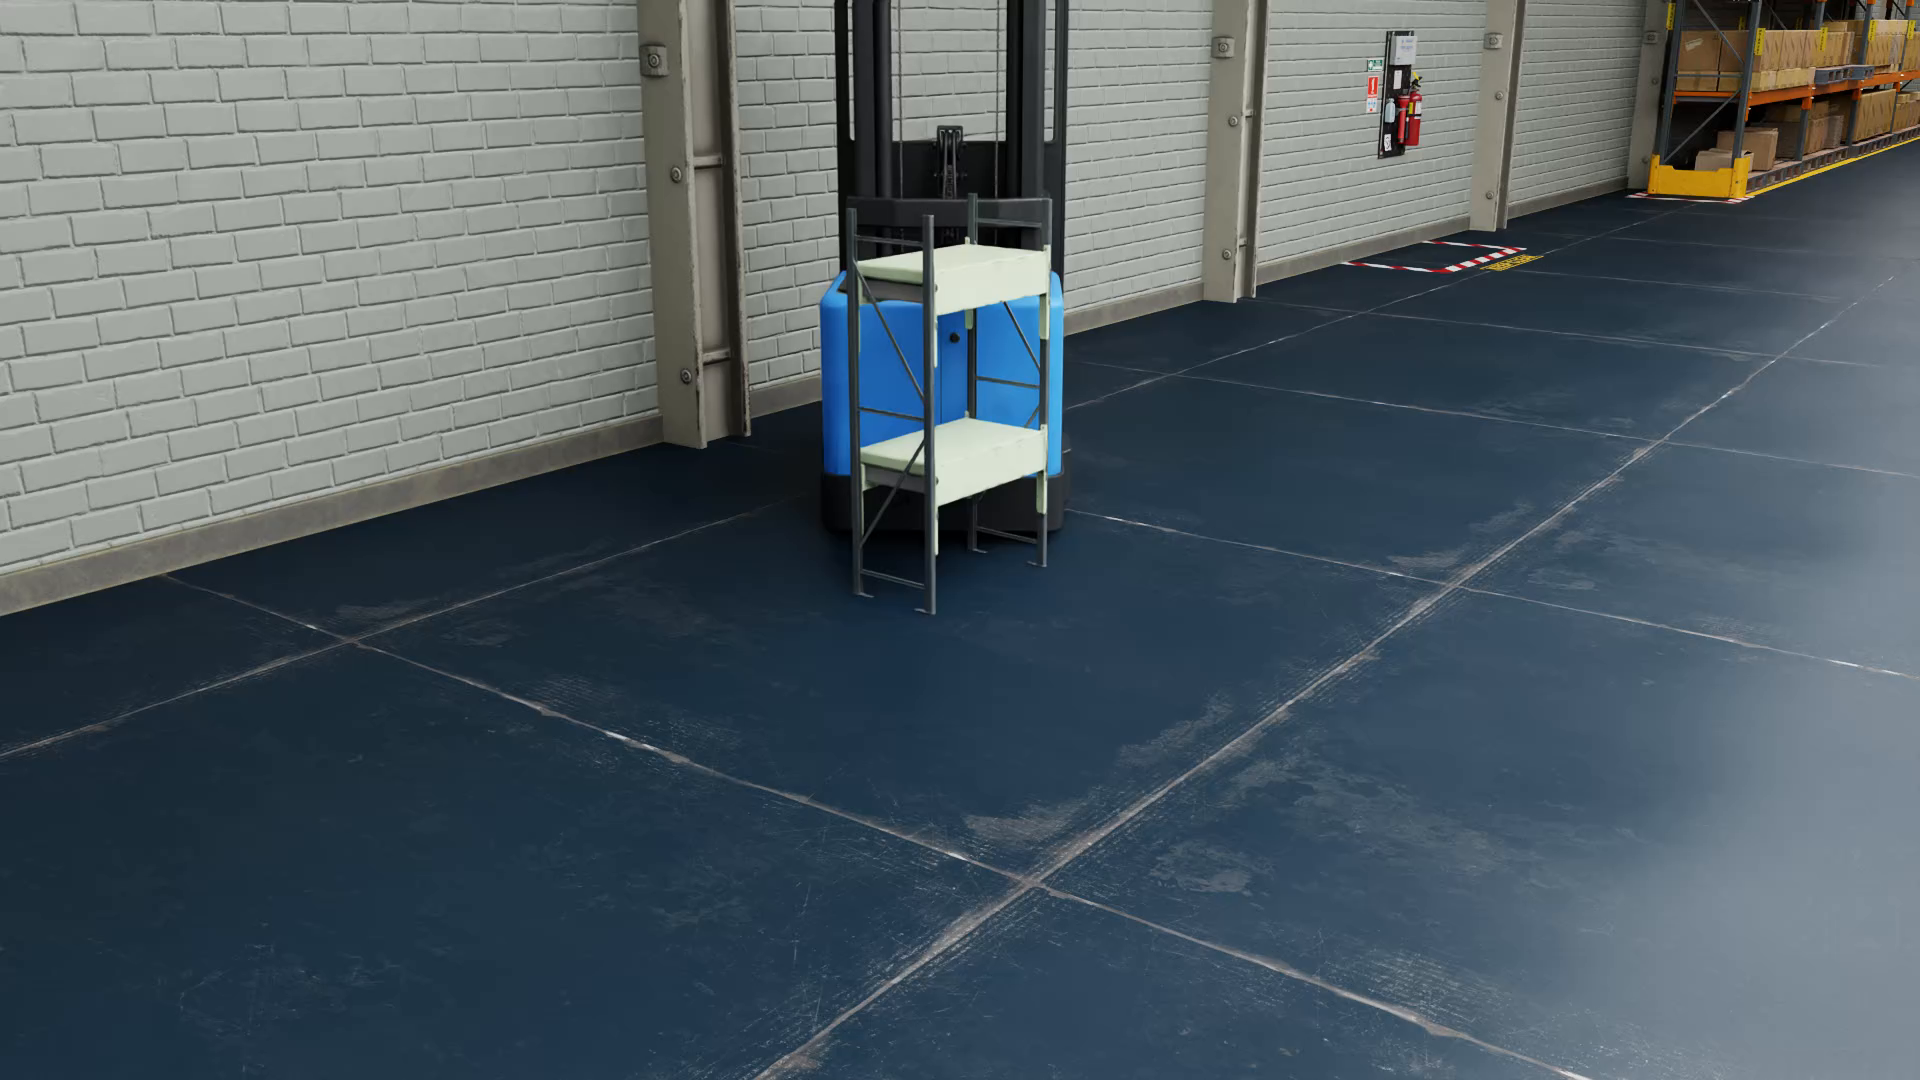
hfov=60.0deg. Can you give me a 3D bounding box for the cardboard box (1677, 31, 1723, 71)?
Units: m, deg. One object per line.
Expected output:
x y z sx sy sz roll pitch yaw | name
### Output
9.734 -6.401 21.755 0.500 0.500 0.500 12 21 34 | cardboard box

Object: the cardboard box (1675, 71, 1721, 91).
9.746 -6.039 21.852 0.500 0.250 0.500 13 21 35 | cardboard box

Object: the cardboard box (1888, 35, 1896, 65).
16.099 -8.617 29.231 0.500 0.500 0.500 12 21 35 | cardboard box

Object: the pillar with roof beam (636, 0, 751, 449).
2.078 -4.092 5.248 9.100 9.000 0.400 12 21 35 | pillar with roof beam

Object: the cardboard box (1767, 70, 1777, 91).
10.467 -6.080 21.983 0.500 0.250 0.500 12 21 33 | cardboard box

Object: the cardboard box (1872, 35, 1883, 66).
15.205 -8.254 28.061 0.500 0.500 0.500 13 22 36 | cardboard box

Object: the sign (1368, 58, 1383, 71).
3.865 -4.420 15.467 0.001 0.109 0.331 12 21 35 | sign

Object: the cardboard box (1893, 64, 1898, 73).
16.668 -8.508 29.975 0.380 0.149 0.250 13 21 36 | cardboard box

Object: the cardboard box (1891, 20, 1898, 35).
16.084 -8.973 29.113 0.500 0.250 0.500 13 21 36 | cardboard box

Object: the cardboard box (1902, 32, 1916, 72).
17.110 -9.083 30.930 0.980 0.700 0.700 13 21 36 | cardboard box

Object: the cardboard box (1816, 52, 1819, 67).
12.337 -7.281 24.723 0.700 0.500 0.500 12 21 35 | cardboard box

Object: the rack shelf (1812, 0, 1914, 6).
15.582 -9.426 28.696 1.077 0.370 4.000 12 21 35 | rack shelf

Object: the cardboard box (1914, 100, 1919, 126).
18.820 -8.589 33.350 0.700 0.500 0.500 12 21 35 | cardboard box

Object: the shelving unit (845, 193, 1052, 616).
-0.032 -0.552 6.491 0.431 1.500 0.755 13 22 36 | shelving unit

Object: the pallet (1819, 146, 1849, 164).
13.923 -6.343 27.315 1.003 0.211 1.213 12 21 35 | pallet

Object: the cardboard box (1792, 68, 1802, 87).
11.377 -6.440 23.143 0.500 0.250 0.500 12 21 34 | cardboard box

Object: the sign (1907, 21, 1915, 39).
17.215 -9.235 30.106 0.100 0.325 0.005 12 21 35 | sign

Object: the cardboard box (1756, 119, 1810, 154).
12.699 -6.235 25.736 0.700 0.500 0.500 12 21 34 | cardboard box

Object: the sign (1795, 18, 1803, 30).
13.942 -8.511 27.641 0.100 0.325 0.005 12 21 35 | sign

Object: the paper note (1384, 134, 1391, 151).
4.107 -3.814 15.952 0.016 0.148 0.142 12 21 35 | paper note

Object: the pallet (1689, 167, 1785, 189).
10.908 -5.119 23.371 1.003 0.211 1.213 12 21 35 | pallet

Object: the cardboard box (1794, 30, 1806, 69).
11.372 -6.799 23.035 0.500 0.500 0.500 12 21 33 | cardboard box

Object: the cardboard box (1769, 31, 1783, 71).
10.452 -6.428 21.841 0.500 0.500 0.500 12 21 35 | cardboard box

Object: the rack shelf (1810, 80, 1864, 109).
13.198 -7.041 26.073 1.077 0.370 4.000 12 21 35 | rack shelf

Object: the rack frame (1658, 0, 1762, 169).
9.623 -5.956 21.364 1.000 3.000 0.127 12 21 35 | rack frame

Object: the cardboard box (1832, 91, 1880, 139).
15.461 -7.394 28.914 0.750 0.750 0.750 12 21 34 | cardboard box

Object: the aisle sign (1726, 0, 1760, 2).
9.821 -7.127 20.753 0.394 0.787 0.004 12 21 35 | aisle sign

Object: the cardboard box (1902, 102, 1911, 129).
17.911 -8.221 32.167 0.700 0.500 0.500 13 21 36 | cardboard box

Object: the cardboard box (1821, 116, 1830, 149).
13.603 -6.594 26.894 0.700 0.500 0.500 12 21 35 | cardboard box

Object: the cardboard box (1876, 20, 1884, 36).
15.187 -8.609 27.941 0.500 0.250 0.500 12 21 34 | cardboard box

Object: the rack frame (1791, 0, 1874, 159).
14.390 -7.861 27.500 1.000 3.000 0.127 12 21 35 | rack frame

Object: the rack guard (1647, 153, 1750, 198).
9.669 -4.780 21.793 1.175 0.500 0.348 12 21 35 | rack guard

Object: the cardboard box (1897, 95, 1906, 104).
17.652 -8.340 31.454 0.380 0.149 0.250 13 22 37 | cardboard box

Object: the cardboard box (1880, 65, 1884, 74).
16.007 -8.278 29.232 0.380 0.149 0.250 12 21 33 | cardboard box

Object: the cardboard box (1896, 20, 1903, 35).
16.388 -9.095 29.504 0.500 0.250 0.500 13 21 36 | cardboard box

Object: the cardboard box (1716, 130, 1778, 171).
10.925 -5.422 23.120 0.700 0.500 0.500 11 20 31 | cardboard box

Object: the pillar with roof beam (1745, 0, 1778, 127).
16.378 -9.809 23.656 9.100 9.000 0.400 12 21 35 | pillar with roof beam

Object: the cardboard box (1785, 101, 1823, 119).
13.310 -6.807 26.313 0.500 0.250 0.500 12 21 34 | cardboard box

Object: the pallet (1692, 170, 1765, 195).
10.181 -4.829 22.439 1.003 0.211 1.213 12 21 35 | pallet

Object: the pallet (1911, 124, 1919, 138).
18.743 -8.230 33.391 1.003 0.211 1.213 12 21 35 | pallet

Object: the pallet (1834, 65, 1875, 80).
14.051 -7.581 26.921 1.213 0.211 1.003 12 21 35 | pallet

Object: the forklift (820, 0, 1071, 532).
-0.031 -1.819 8.160 1.130 2.935 3.031 1 17 2 | forklift

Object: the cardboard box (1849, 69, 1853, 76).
14.772 -7.788 27.655 0.380 0.149 0.250 12 21 34 | cardboard box

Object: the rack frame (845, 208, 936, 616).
-0.257 -0.466 6.215 0.400 1.500 0.023 13 22 36 | rack frame

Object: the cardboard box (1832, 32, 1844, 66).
13.394 -7.704 26.085 0.700 0.500 0.500 12 21 35 | cardboard box
